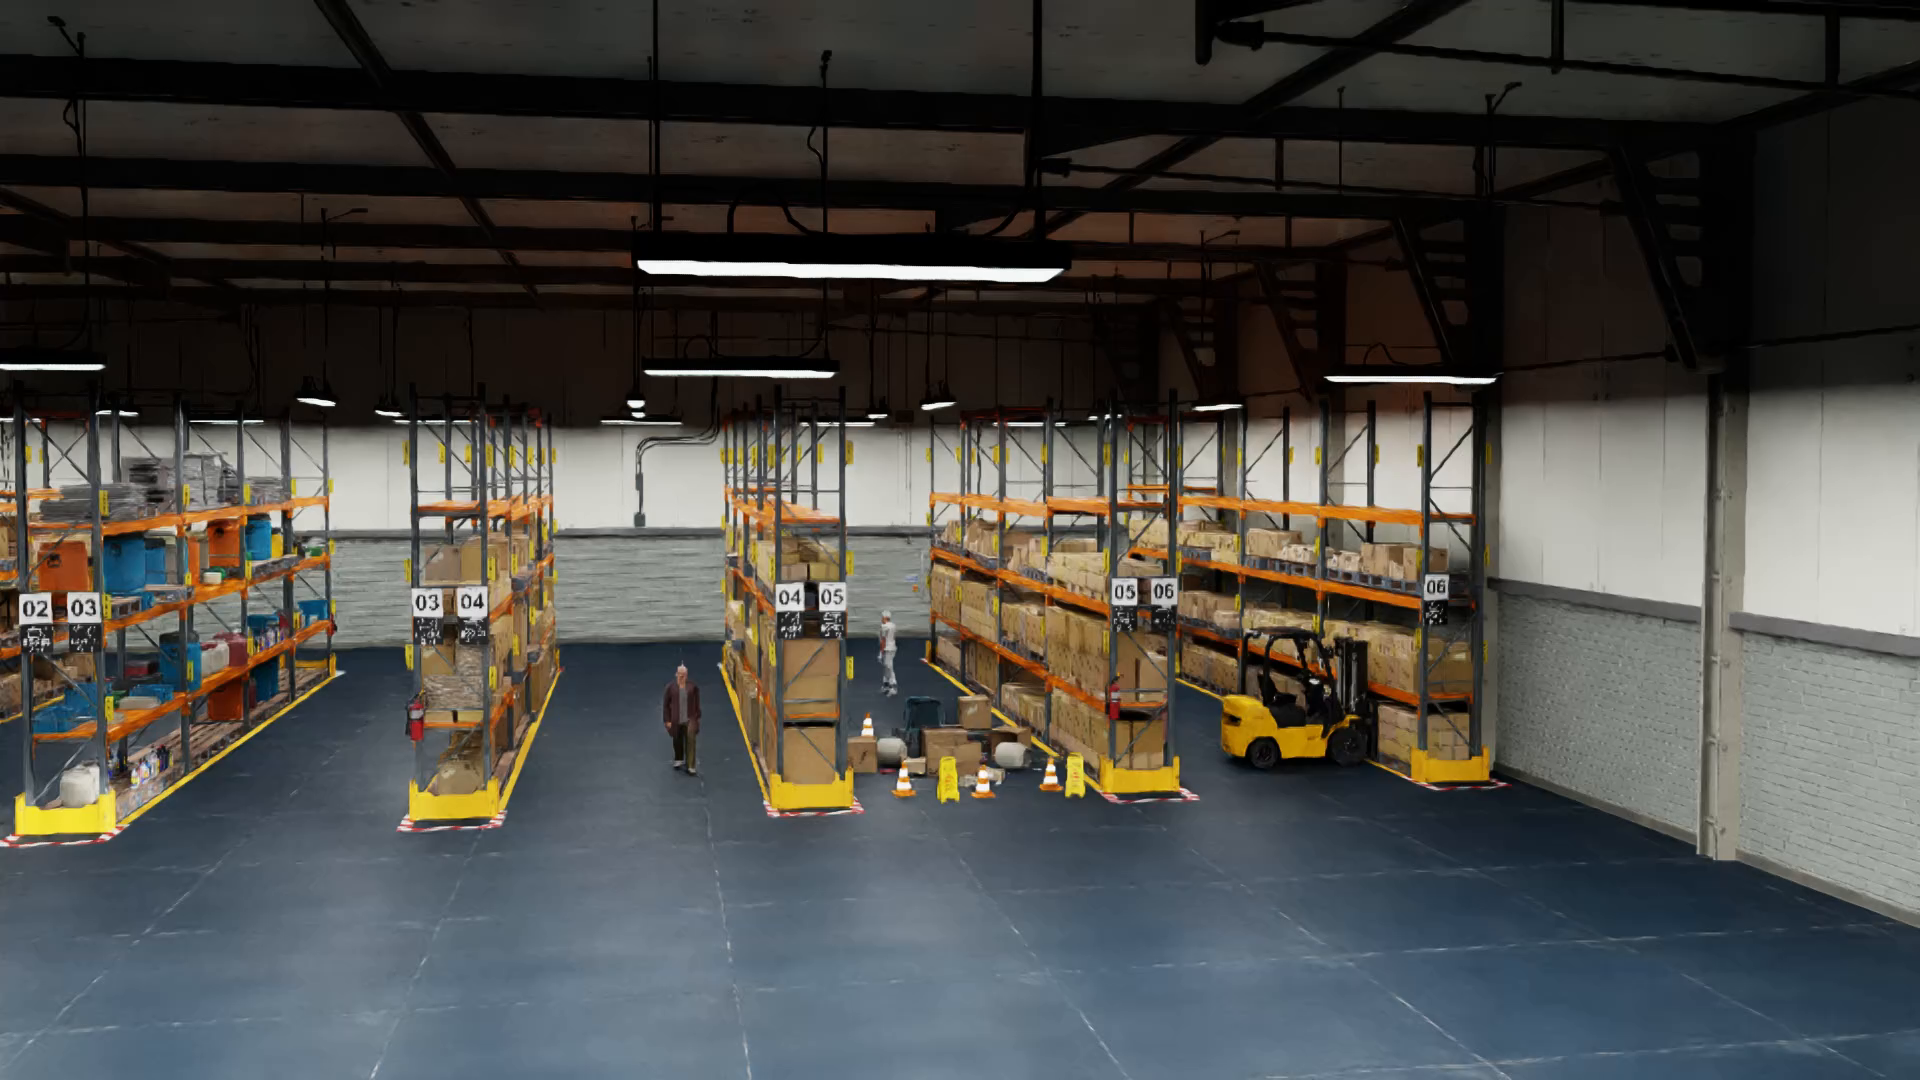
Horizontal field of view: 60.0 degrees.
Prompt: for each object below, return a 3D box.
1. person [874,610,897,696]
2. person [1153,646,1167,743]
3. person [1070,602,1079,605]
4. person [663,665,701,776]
[{"bbox_3d":[-1.550,2.339,34.669,0.576,1.785,0.658,1,3,15],"label":"person"},{"bbox_3d":[3.535,2.683,28.941,0.434,1.673,0.494,-3,4,-42],"label":"person"},{"bbox_3d":[3.064,1.975,42.985,0.701,1.718,0.555,-2,4,-39],"label":"person"},{"bbox_3d":[-4.367,2.809,26.132,0.598,1.698,1.193,0,3,-9],"label":"person"}]
